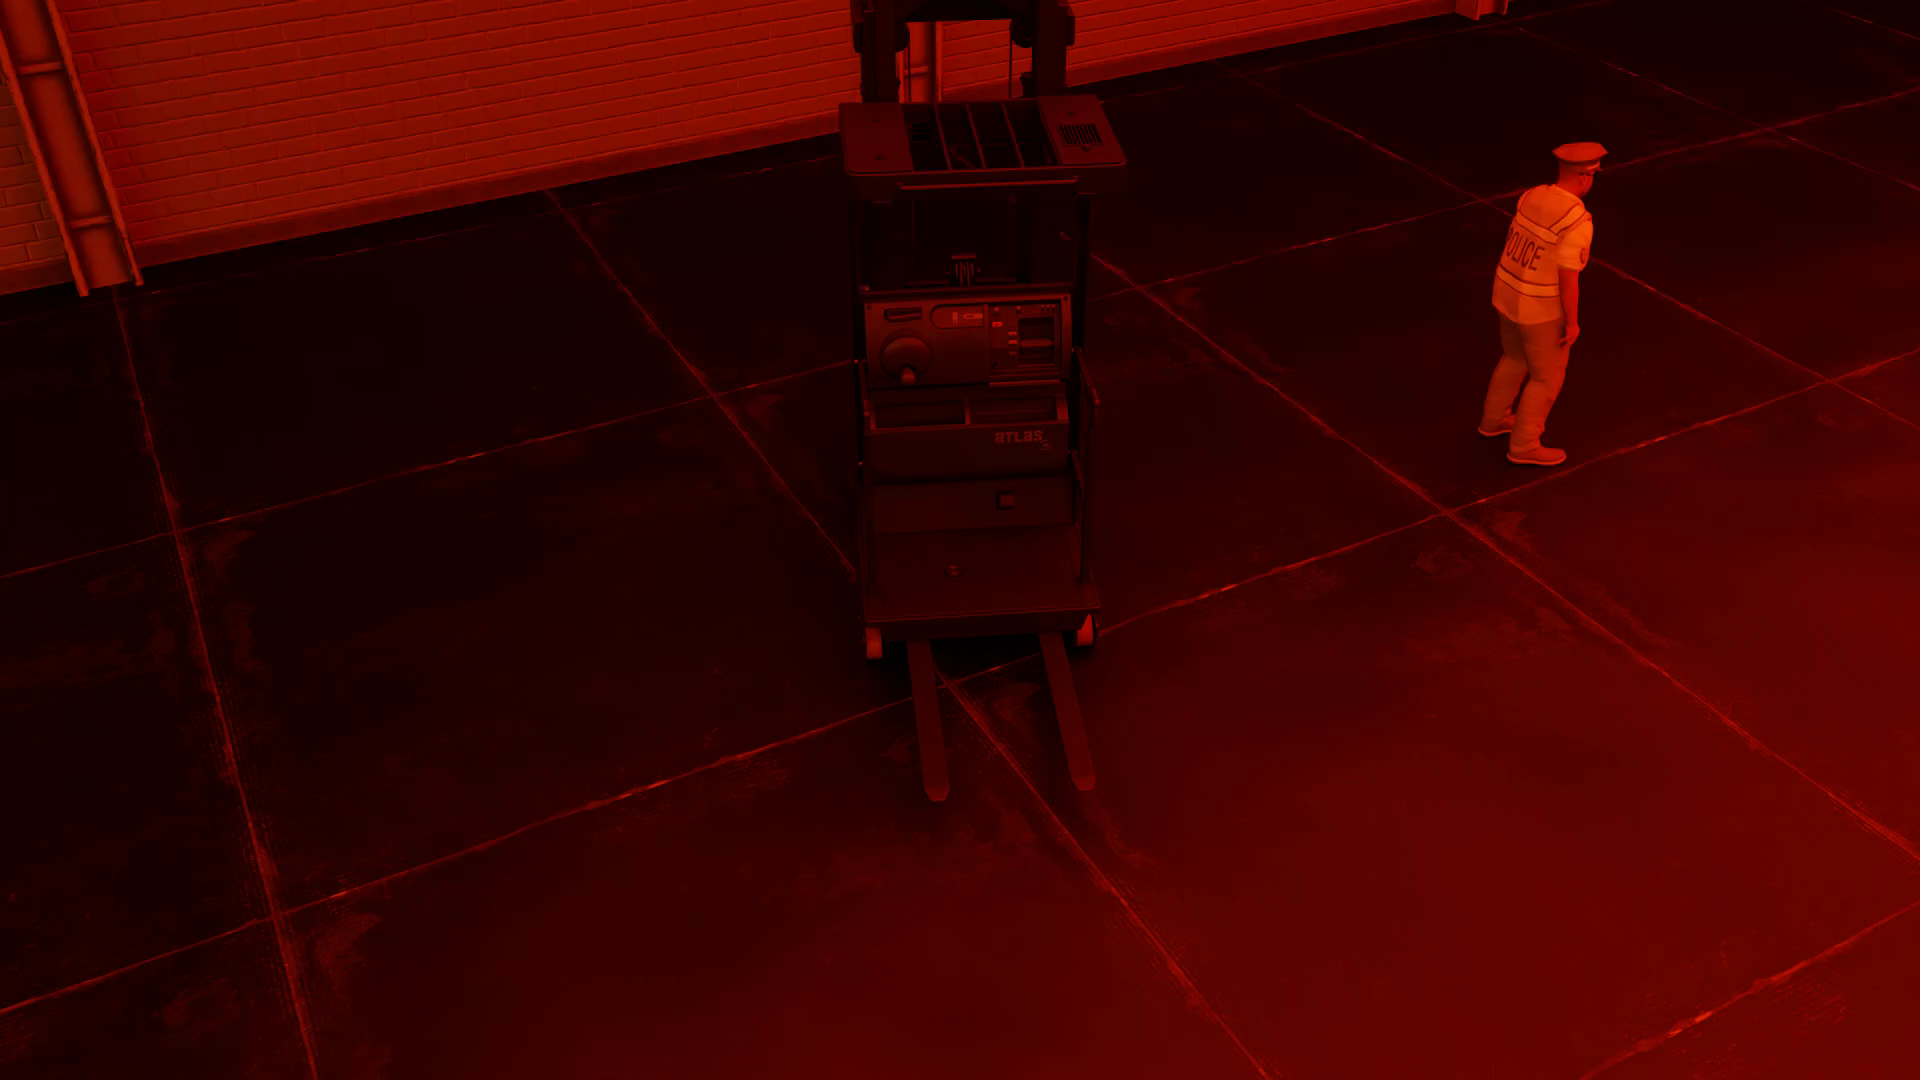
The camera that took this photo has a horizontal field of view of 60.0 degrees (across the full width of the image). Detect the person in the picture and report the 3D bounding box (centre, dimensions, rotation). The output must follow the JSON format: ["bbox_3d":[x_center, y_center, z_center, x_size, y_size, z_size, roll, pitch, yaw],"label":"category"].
[{"bbox_3d":[3.104,-1.262,8.934,0.443,1.746,0.595,-11,37,-15],"label":"person"}]

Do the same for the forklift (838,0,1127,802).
[{"bbox_3d":[0.062,-0.839,7.310,1.130,2.935,3.031,-3,35,-5],"label":"forklift"}]
